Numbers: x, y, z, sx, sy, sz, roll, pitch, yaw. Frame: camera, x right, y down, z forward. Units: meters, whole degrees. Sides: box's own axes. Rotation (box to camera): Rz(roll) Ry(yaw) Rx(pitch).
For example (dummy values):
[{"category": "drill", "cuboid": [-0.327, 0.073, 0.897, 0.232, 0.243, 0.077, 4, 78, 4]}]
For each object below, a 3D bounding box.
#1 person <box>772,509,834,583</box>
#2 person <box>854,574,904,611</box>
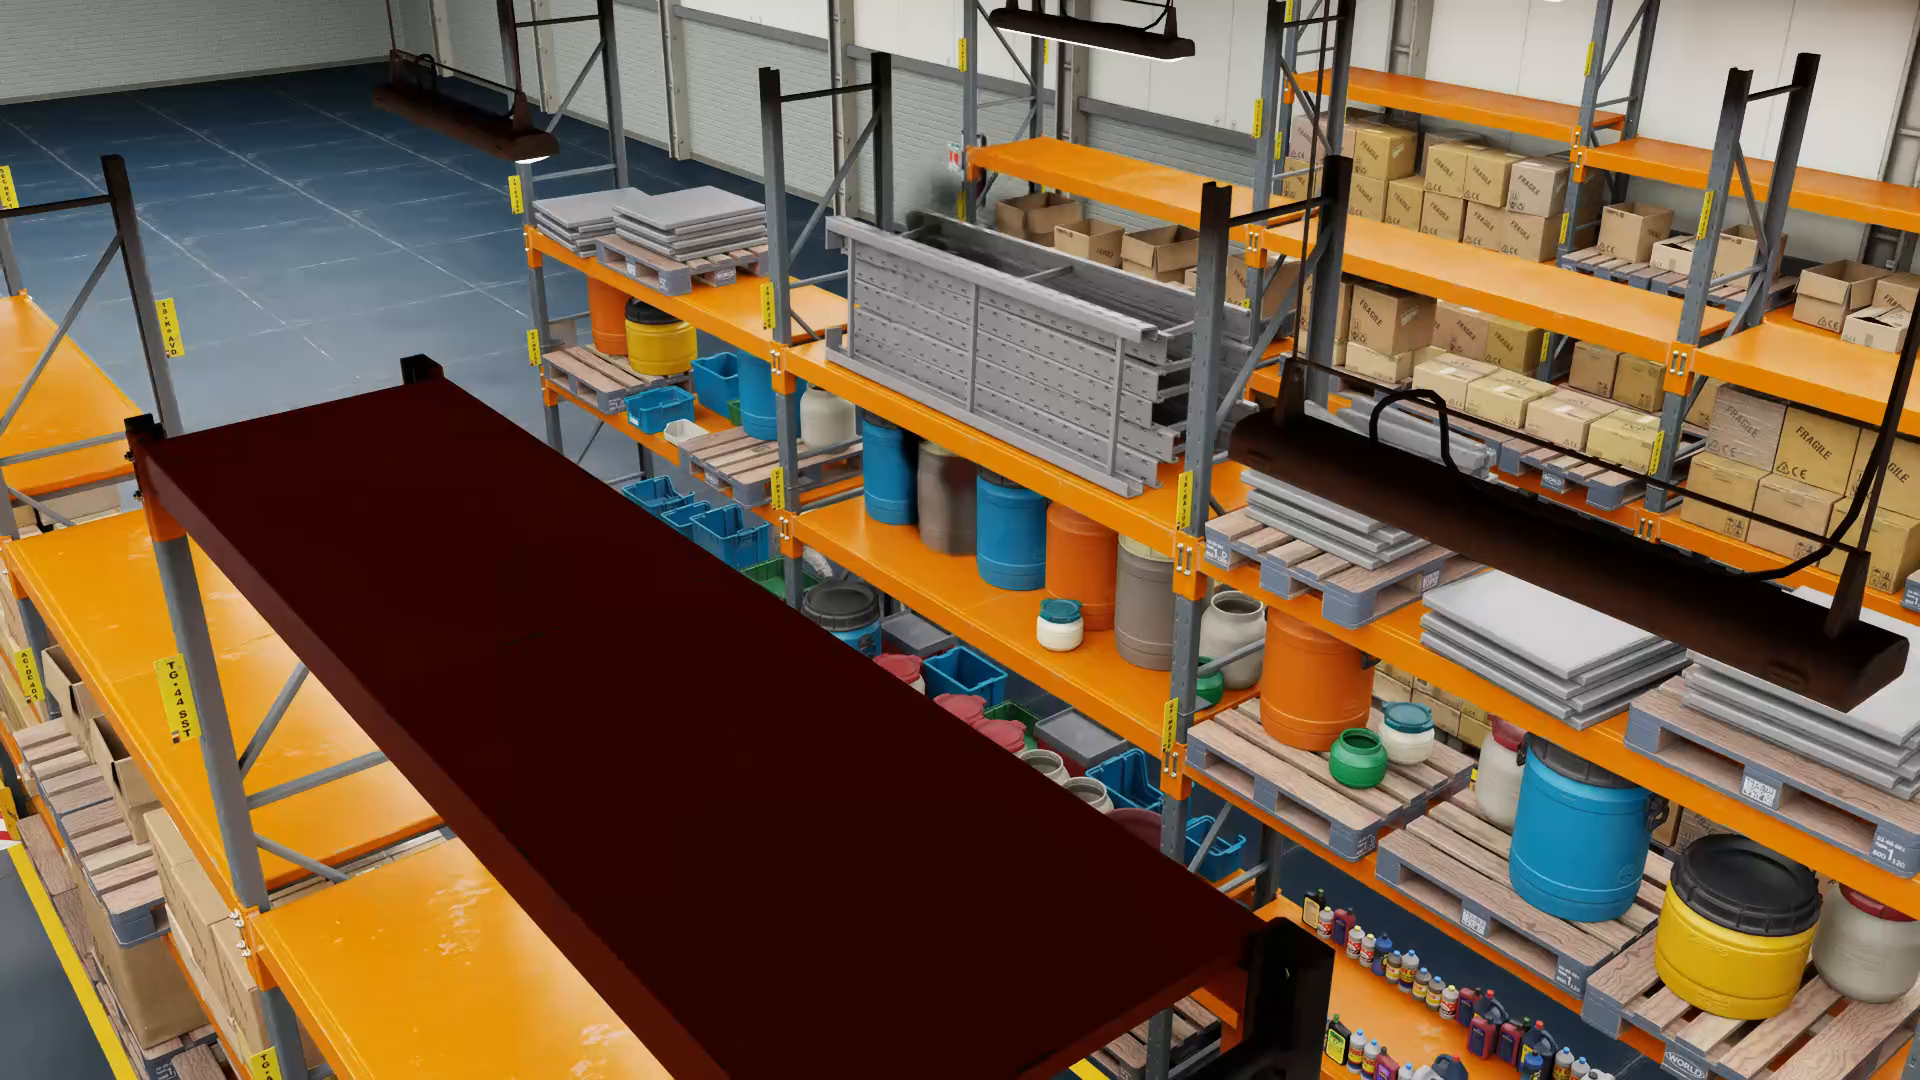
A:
[{"category": "person", "cuboid": [-1.664, -0.197, 16.695, 0.699, 1.768, 0.846, -19, 32, -35]}, {"category": "person", "cuboid": [-0.794, 0.228, 15.919, 0.589, 1.744, 0.723, -22, 33, -37]}]
